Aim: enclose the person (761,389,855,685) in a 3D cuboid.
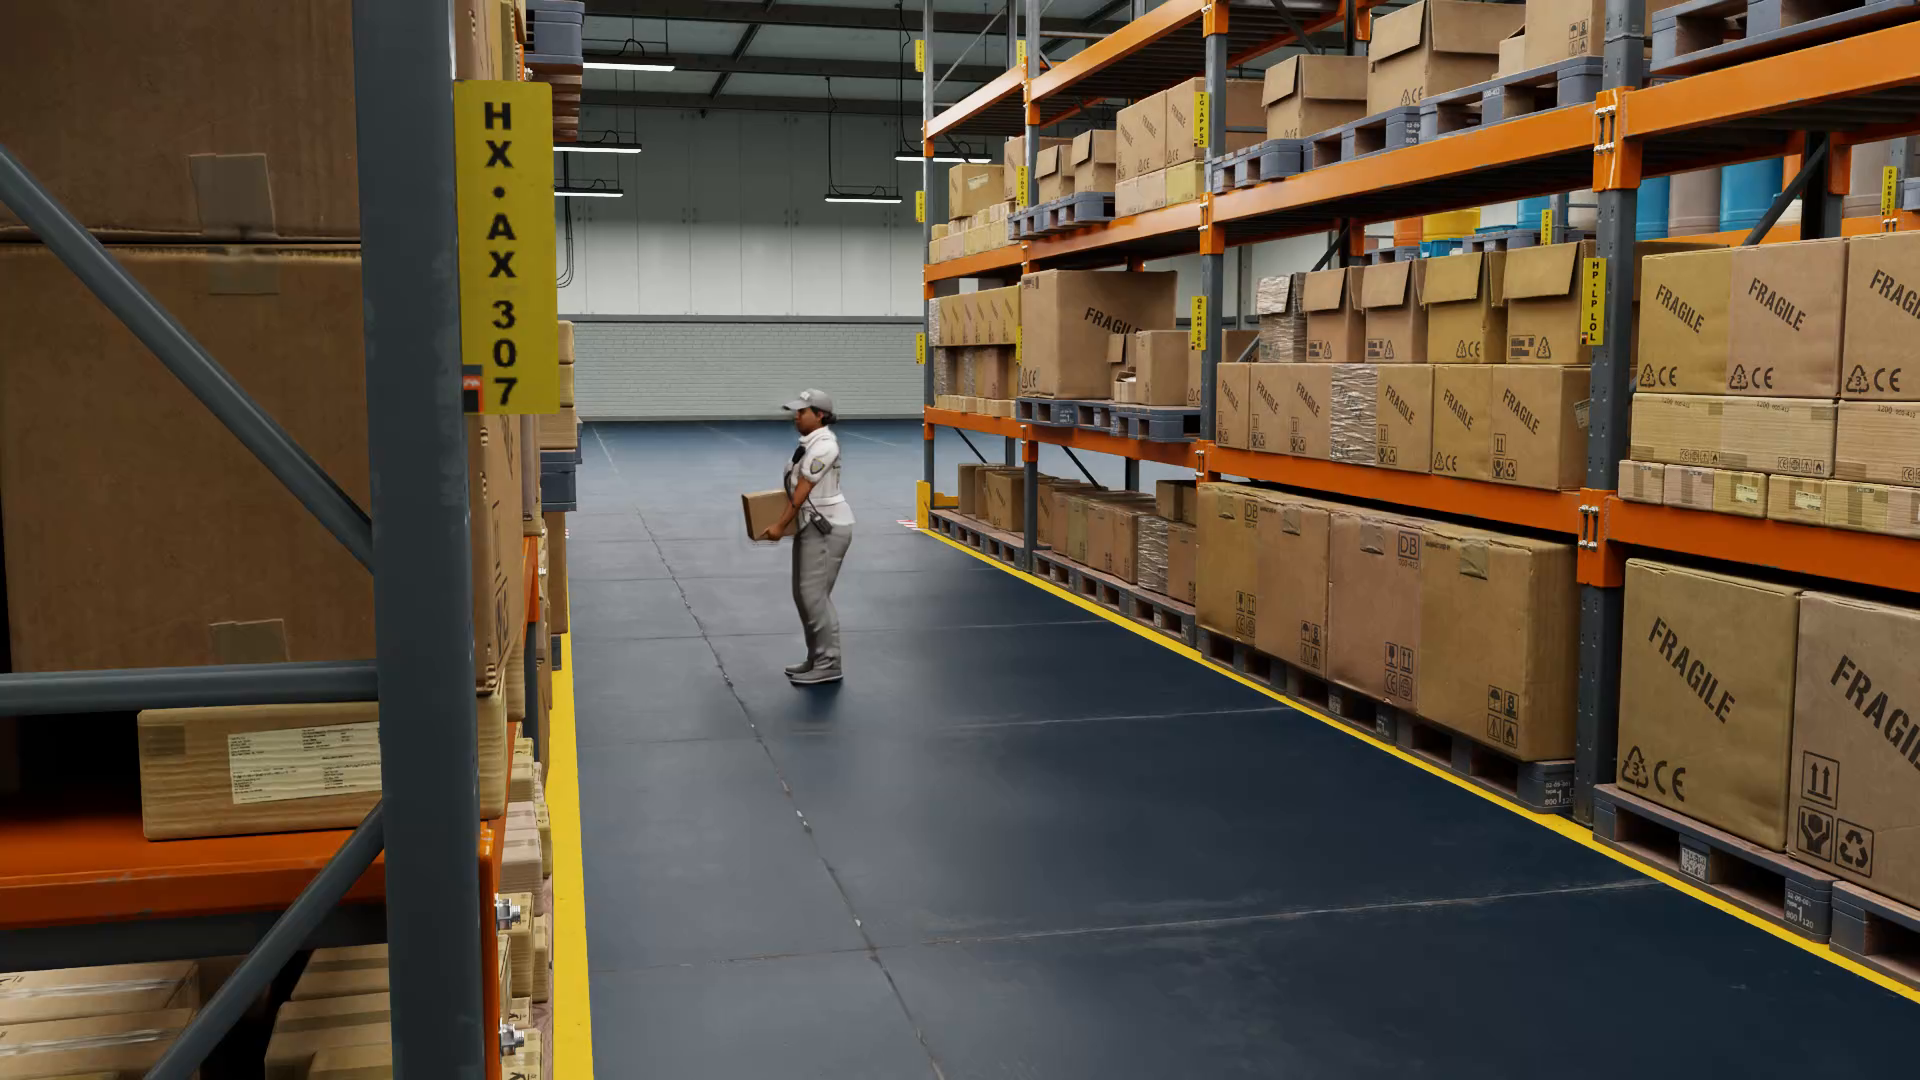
[{"bbox_3d":[-0.879,-0.025,9.456,0.549,1.663,0.452,-2,6,-15],"label":"person"}]
